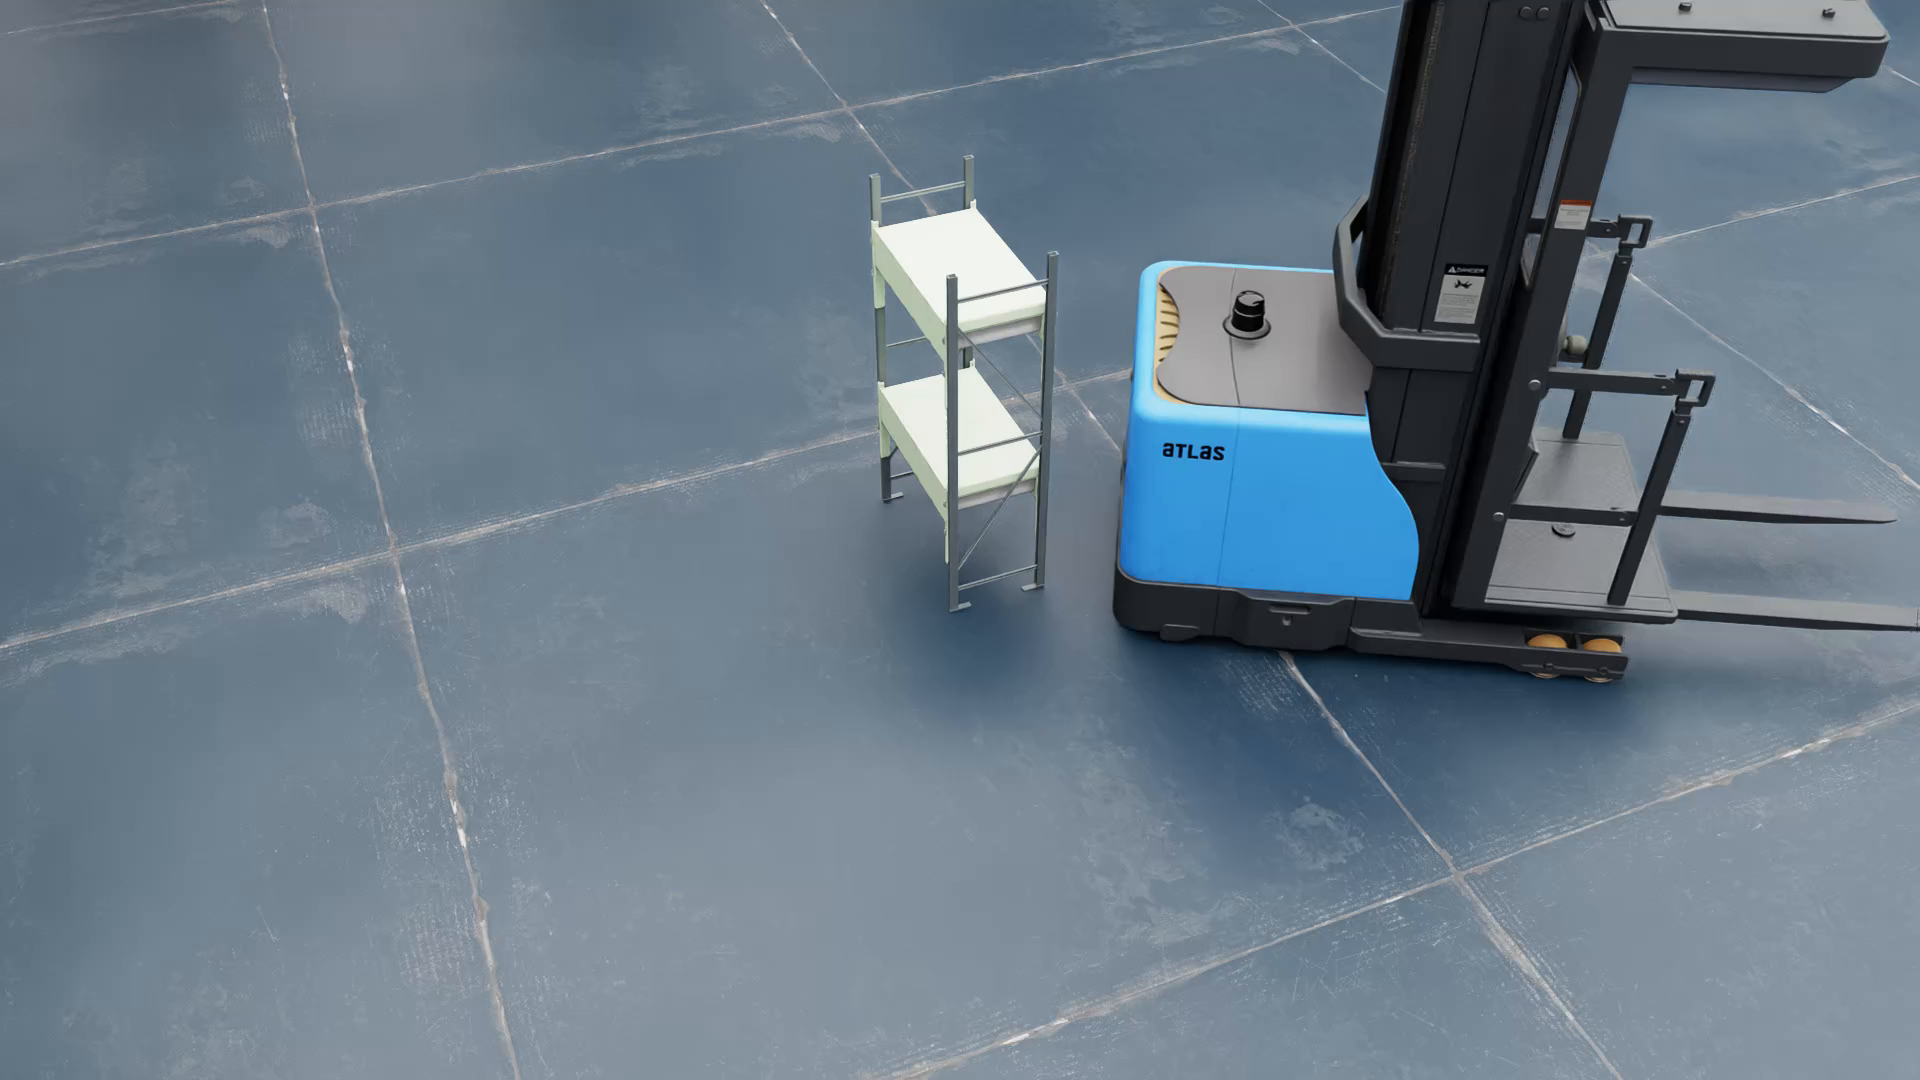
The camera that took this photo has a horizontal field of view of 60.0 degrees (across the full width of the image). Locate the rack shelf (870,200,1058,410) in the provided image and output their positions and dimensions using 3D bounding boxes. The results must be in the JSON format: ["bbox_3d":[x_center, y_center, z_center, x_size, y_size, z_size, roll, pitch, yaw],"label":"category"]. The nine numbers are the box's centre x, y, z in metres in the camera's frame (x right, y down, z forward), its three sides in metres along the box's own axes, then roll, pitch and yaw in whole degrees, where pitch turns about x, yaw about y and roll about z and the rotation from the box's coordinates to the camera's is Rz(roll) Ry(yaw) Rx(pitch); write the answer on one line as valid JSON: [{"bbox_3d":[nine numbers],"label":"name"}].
[{"bbox_3d":[0.003,-0.861,6.002,0.431,0.370,0.720,-15,43,-17],"label":"rack shelf"}]

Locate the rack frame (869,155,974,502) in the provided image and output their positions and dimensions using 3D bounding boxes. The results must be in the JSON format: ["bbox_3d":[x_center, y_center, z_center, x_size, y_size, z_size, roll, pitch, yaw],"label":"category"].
[{"bbox_3d":[-0.137,-0.785,6.513,0.400,1.500,0.023,-15,43,-17],"label":"rack frame"}]

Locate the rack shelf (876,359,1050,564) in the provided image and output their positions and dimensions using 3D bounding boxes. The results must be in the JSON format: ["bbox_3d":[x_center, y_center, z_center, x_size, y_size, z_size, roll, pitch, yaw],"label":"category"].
[{"bbox_3d":[0.003,-0.317,6.469,0.431,0.370,0.720,-15,43,-17],"label":"rack shelf"}]

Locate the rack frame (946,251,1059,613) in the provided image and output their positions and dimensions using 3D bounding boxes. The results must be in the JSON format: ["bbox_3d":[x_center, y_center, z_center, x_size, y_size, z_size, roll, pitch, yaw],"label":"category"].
[{"bbox_3d":[0.143,-0.344,6.000,0.400,1.500,0.023,-15,43,-17],"label":"rack frame"}]

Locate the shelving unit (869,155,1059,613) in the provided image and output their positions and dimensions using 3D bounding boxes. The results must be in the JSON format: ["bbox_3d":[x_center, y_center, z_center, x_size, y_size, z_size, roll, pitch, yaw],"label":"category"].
[{"bbox_3d":[0.003,-0.565,6.256,0.431,1.500,0.755,-15,43,-17],"label":"shelving unit"}]

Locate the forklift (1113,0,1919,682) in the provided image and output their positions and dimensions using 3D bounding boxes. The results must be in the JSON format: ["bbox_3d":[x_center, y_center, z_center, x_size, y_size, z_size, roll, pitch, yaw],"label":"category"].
[{"bbox_3d":[2.134,-0.954,5.612,3.031,2.935,1.130,4,41,5],"label":"forklift"}]
